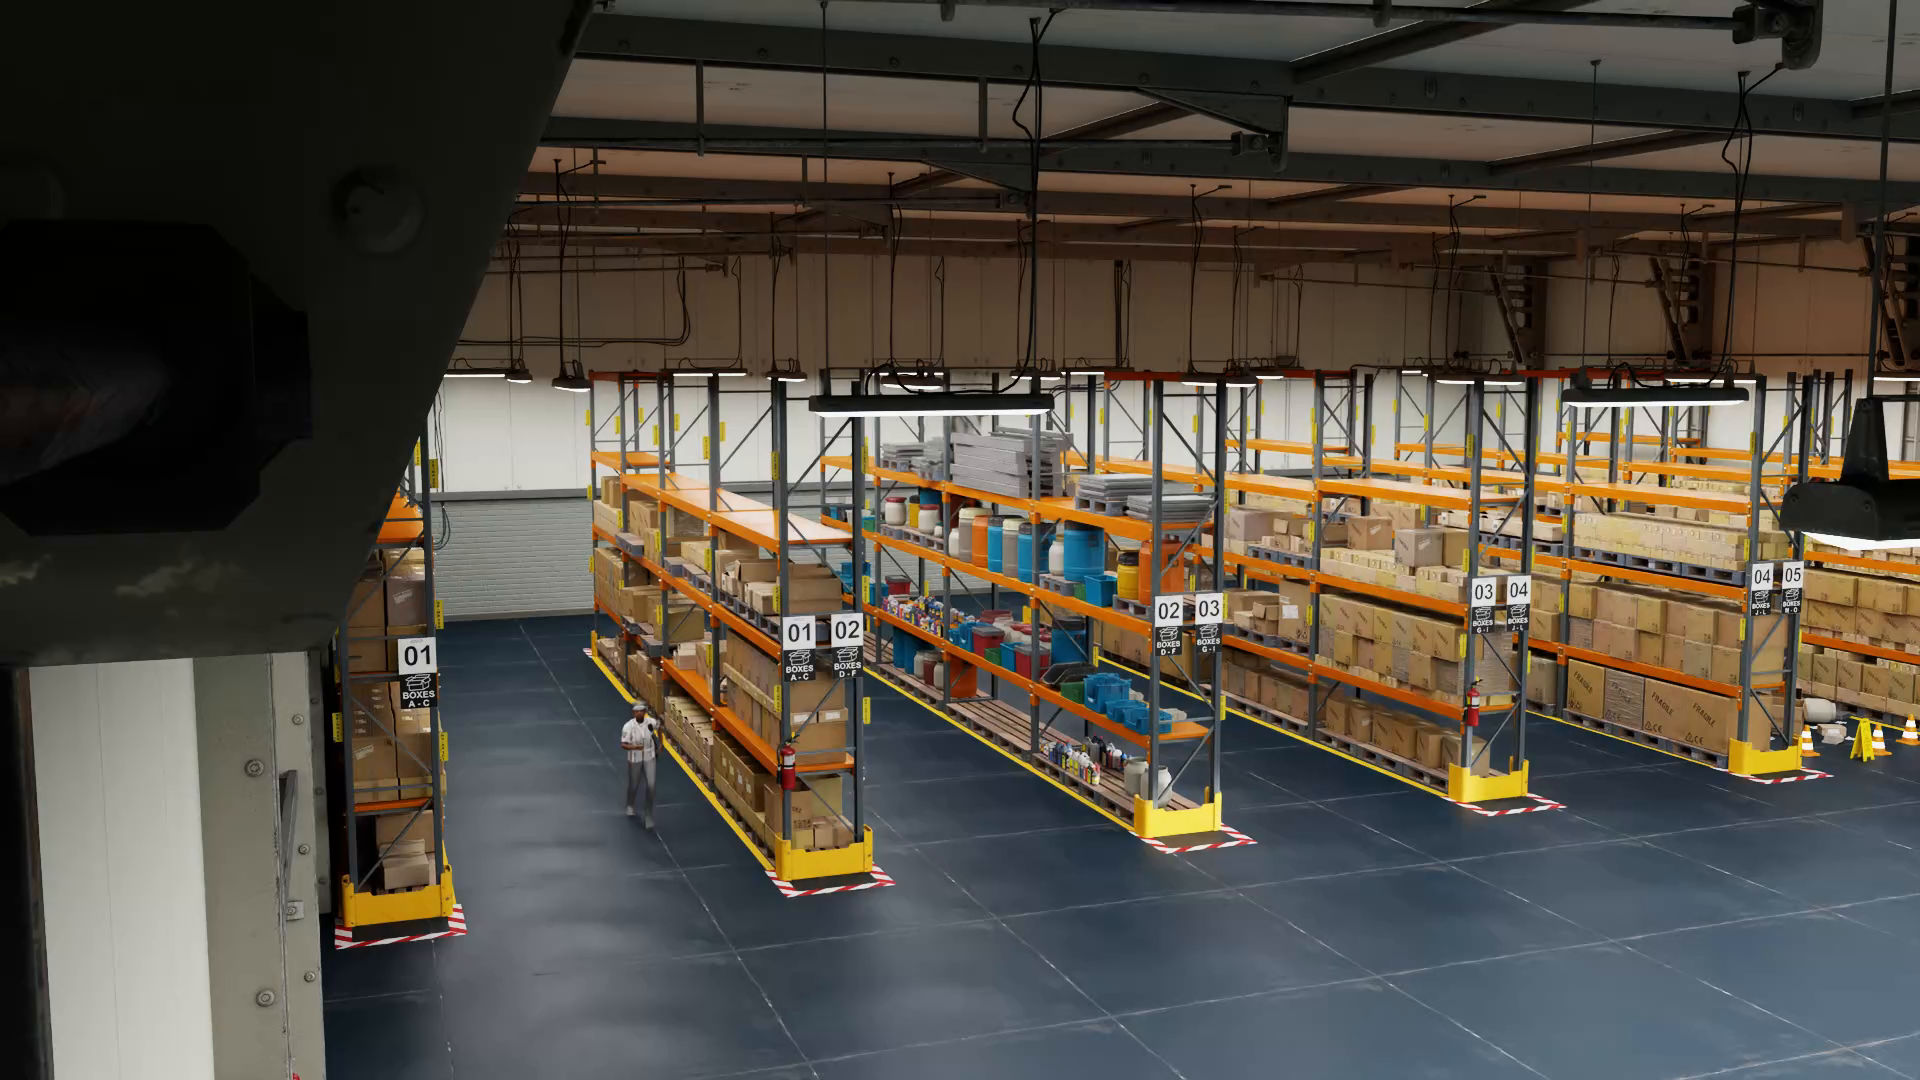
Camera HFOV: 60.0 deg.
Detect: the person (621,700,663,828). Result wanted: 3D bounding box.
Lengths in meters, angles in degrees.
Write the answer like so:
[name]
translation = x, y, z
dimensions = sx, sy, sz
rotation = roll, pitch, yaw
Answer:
[person]
translation = -4.292, 2.993, 22.475
dimensions = 0.584, 1.739, 0.885
rotation = -2, 7, -17
